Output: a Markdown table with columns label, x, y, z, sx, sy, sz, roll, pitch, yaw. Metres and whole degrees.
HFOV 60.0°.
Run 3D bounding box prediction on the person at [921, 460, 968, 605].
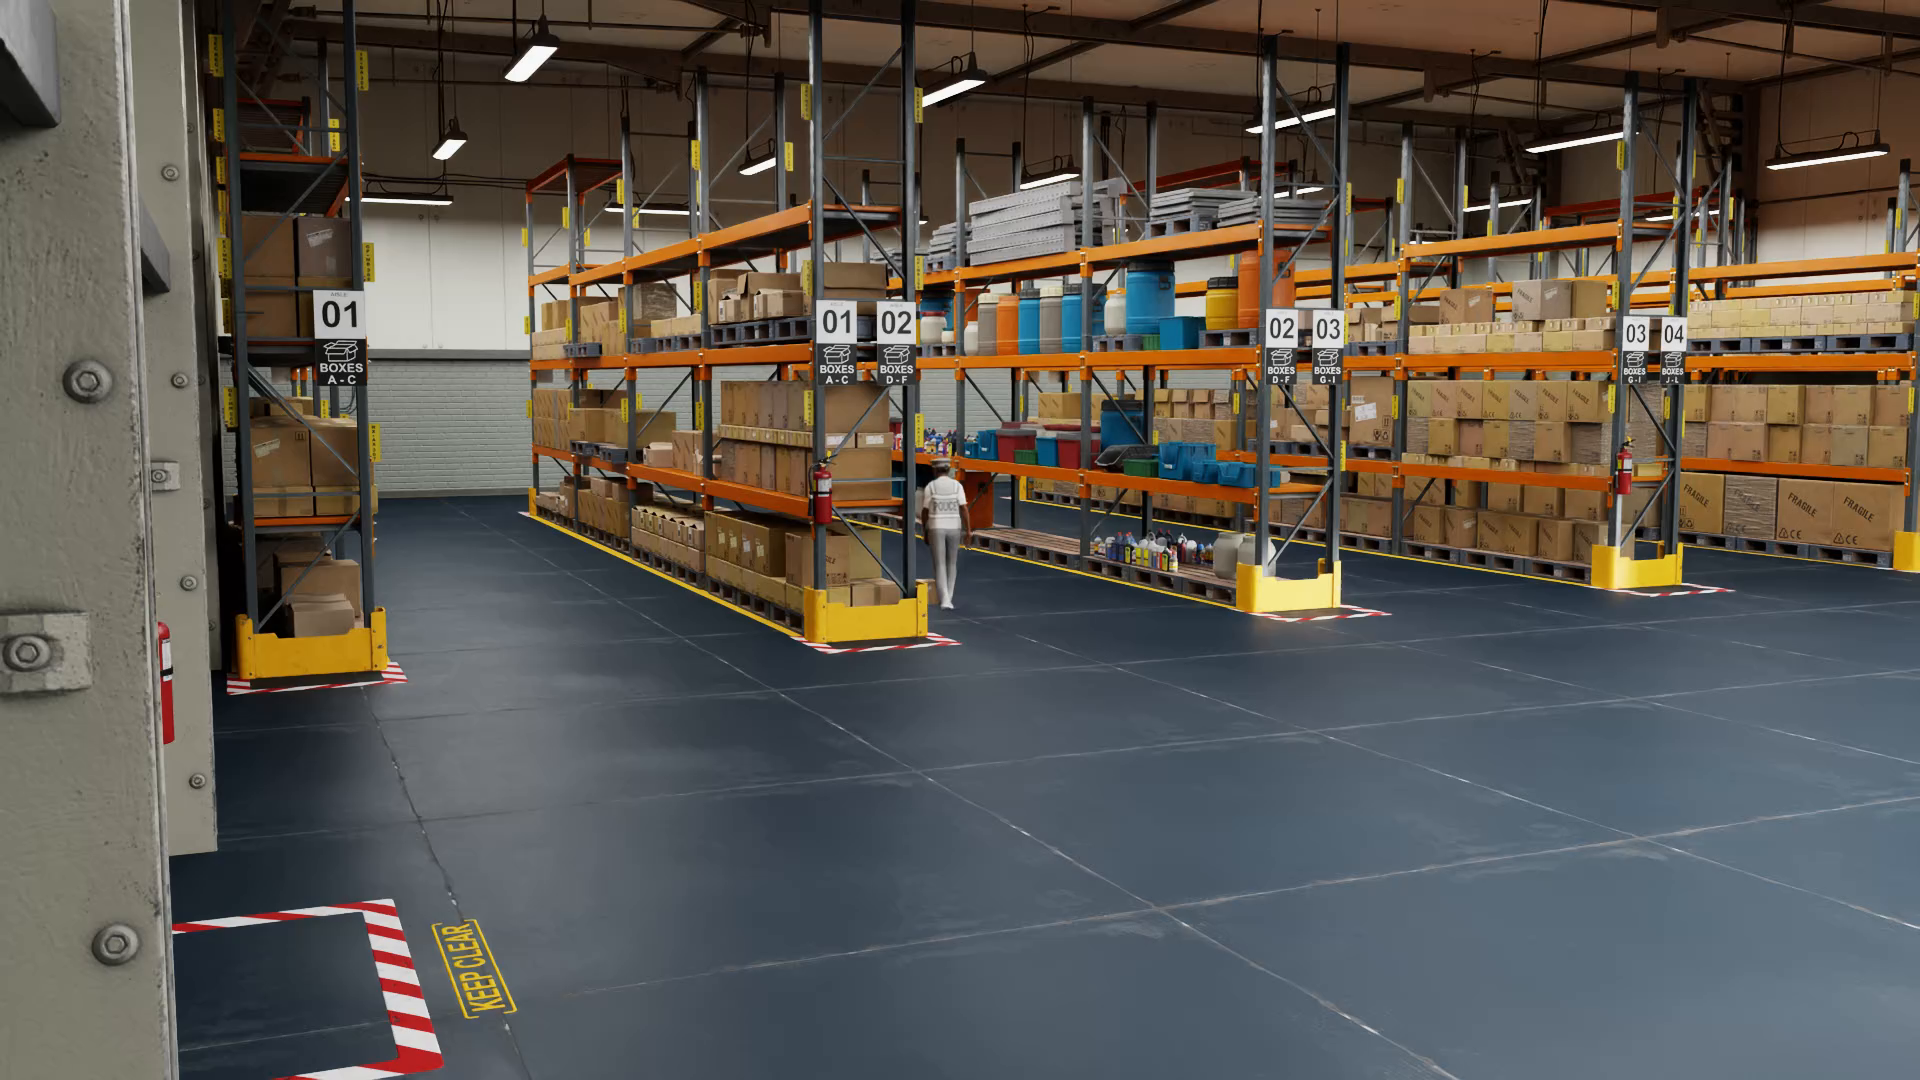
| label | x | y | z | sx | sy | sz | roll | pitch | yaw |
| --- | --- | --- | --- | --- | --- | --- | --- | --- | --- |
| person | -0.191 | -0.069 | 17.948 | 0.484 | 1.605 | 0.869 | -2 | 6 | -17 |
